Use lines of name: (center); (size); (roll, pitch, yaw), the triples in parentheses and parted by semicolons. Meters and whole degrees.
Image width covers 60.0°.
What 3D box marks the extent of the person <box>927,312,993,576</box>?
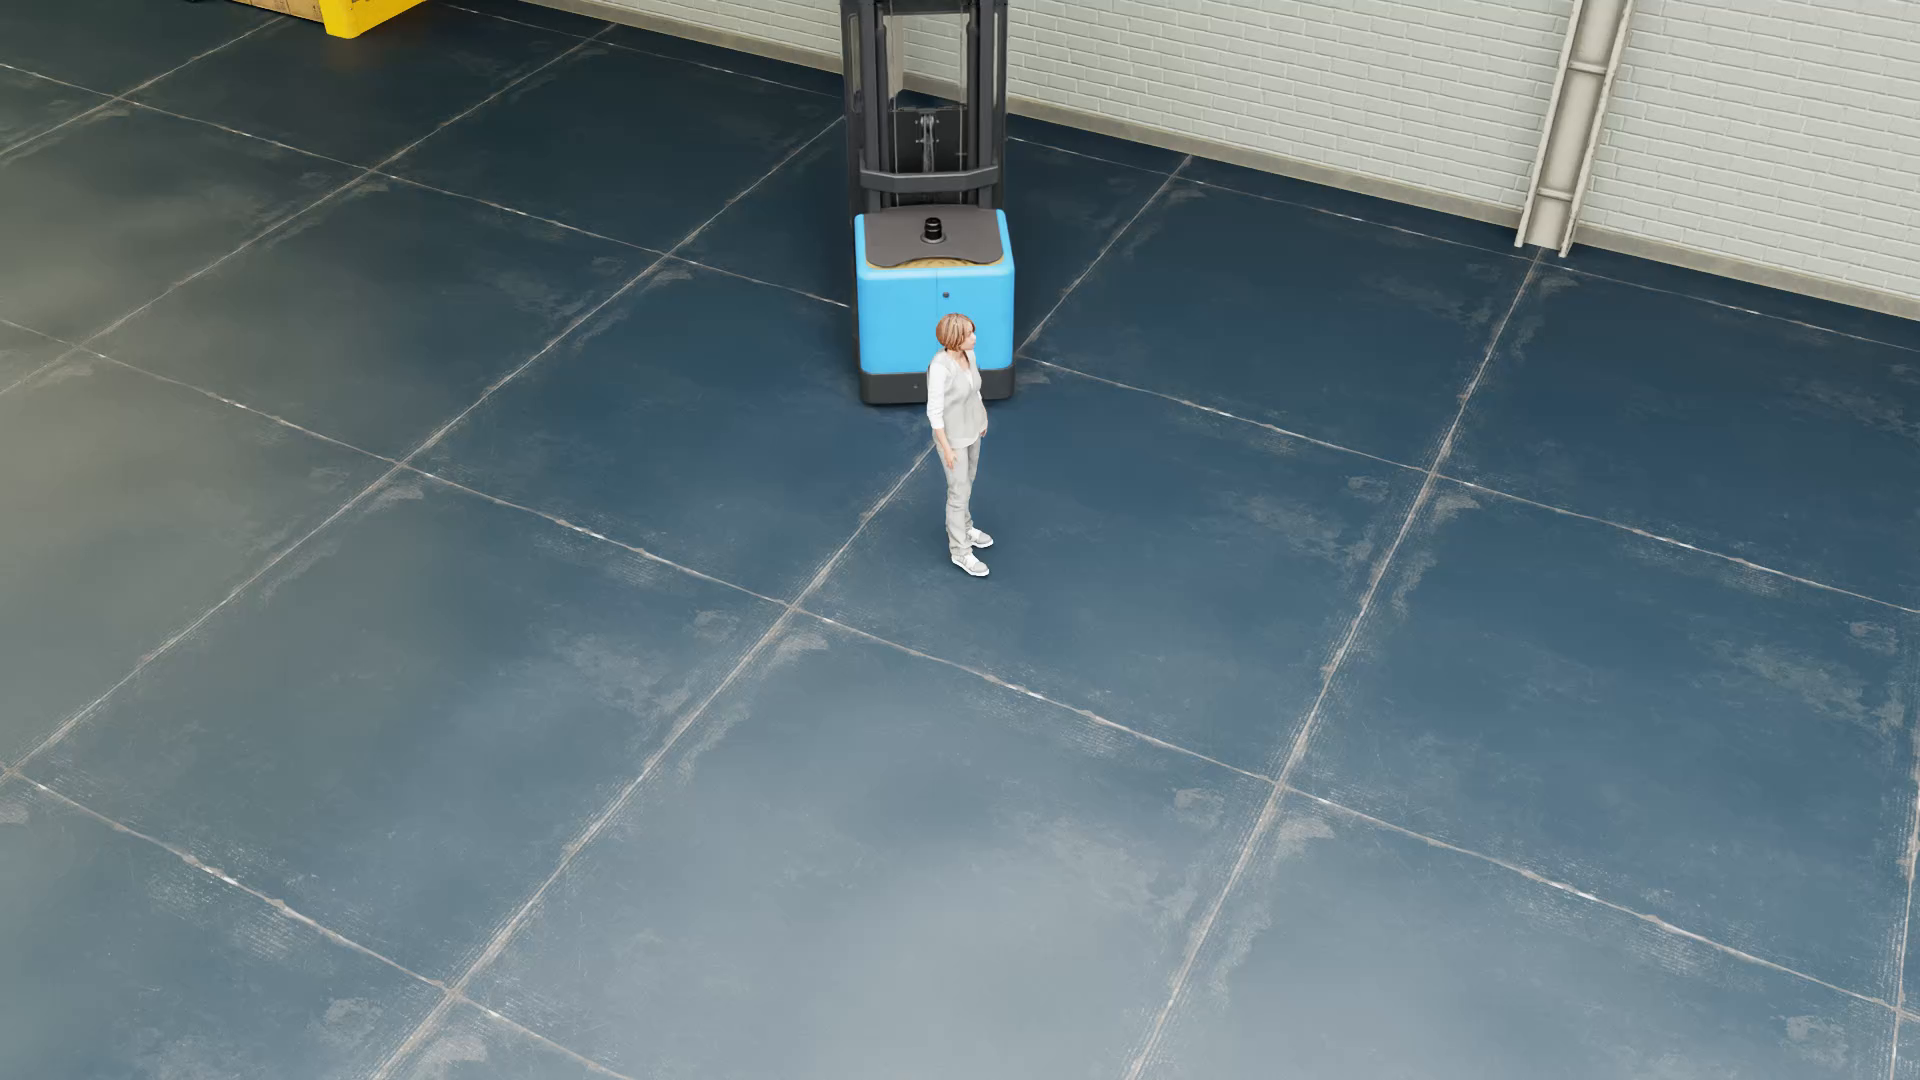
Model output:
person: (0.059, -0.586, 9.707); (0.474, 1.598, 0.519); (18, 43, 21)

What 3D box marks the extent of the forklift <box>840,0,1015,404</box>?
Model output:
forklift: (-0.252, -2.977, 11.521); (1.130, 2.935, 3.031); (-3, 40, -3)
